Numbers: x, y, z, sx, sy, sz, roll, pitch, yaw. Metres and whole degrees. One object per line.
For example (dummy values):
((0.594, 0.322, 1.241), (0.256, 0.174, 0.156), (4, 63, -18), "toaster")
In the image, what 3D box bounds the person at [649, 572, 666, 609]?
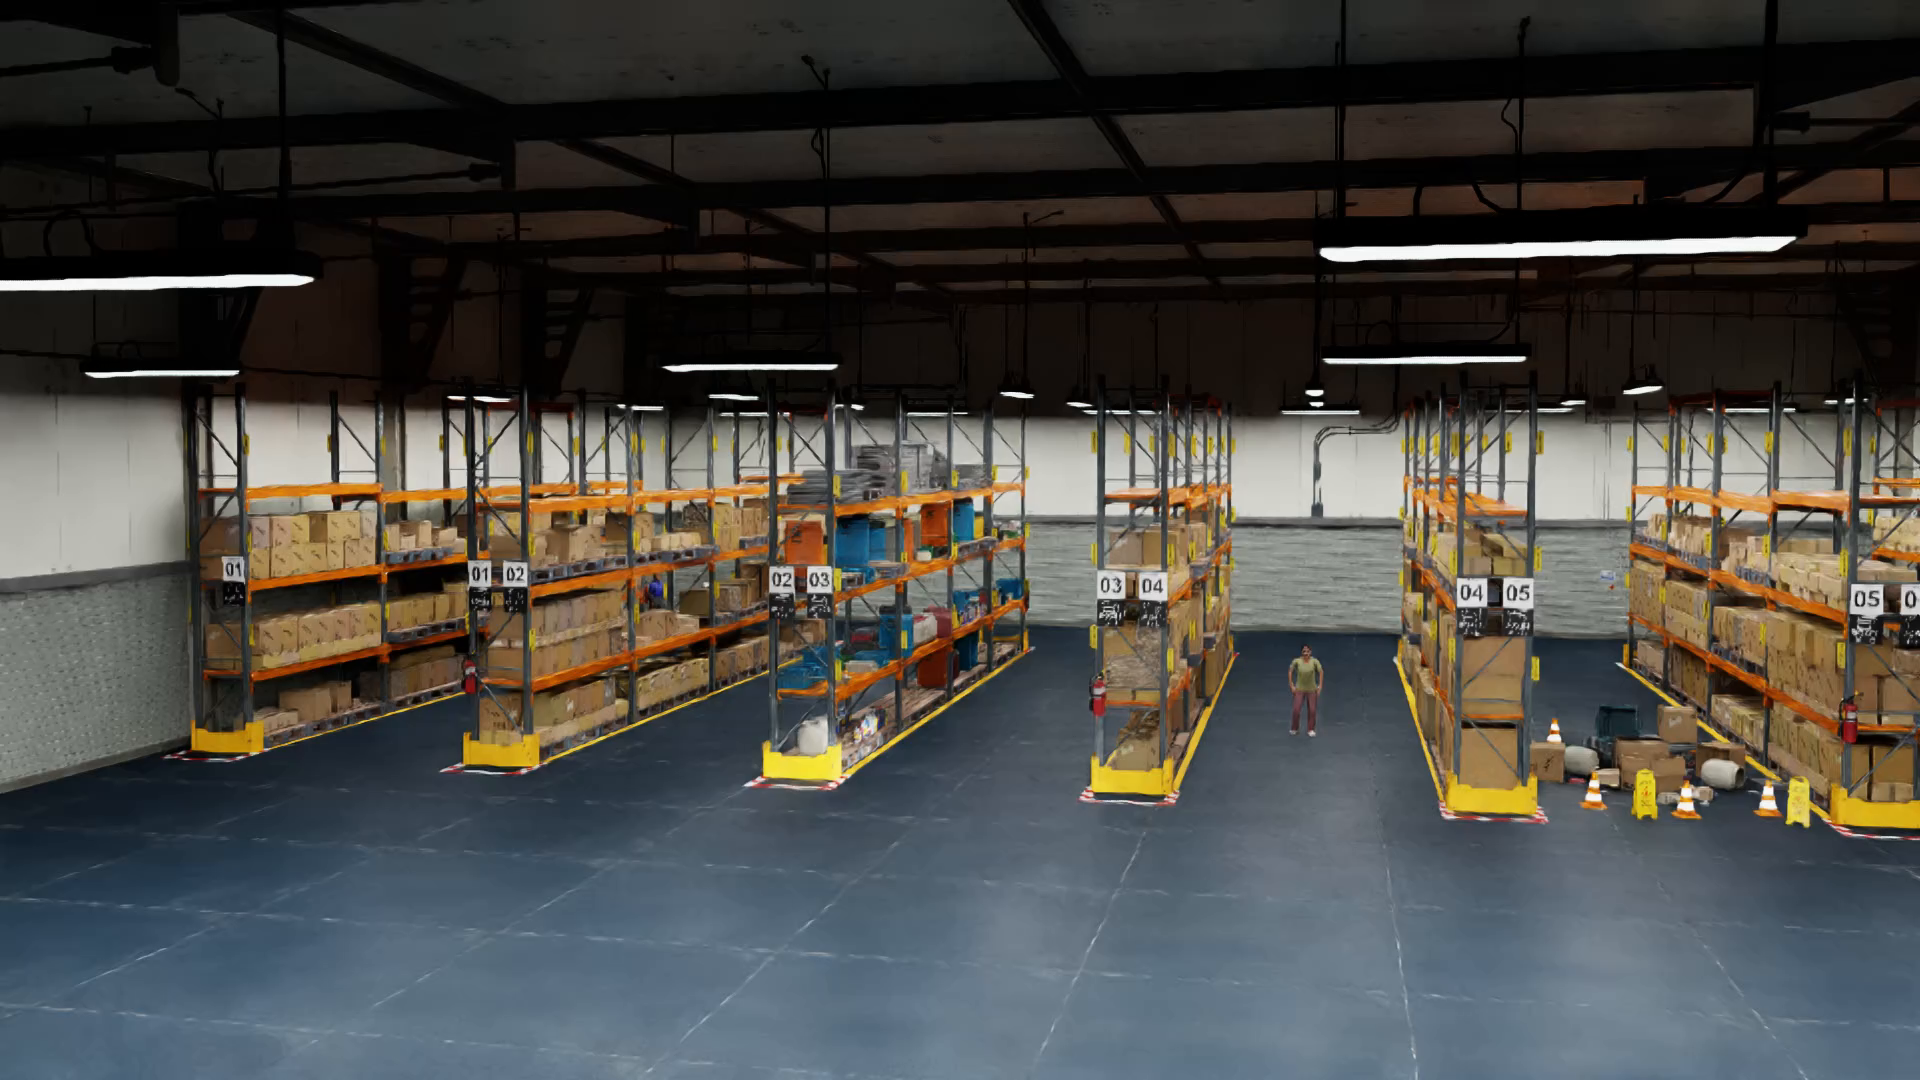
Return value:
((-7.983, 1.650, 44.054), (0.697, 1.647, 0.556), (-3, 4, -42), "person")

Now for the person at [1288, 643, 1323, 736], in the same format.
((5.932, 2.567, 28.555), (0.598, 1.619, 0.507), (1, 3, 11), "person")

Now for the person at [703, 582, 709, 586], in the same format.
((-6.065, 1.847, 39.987), (0.550, 1.709, 1.128), (1, 3, 10), "person")
